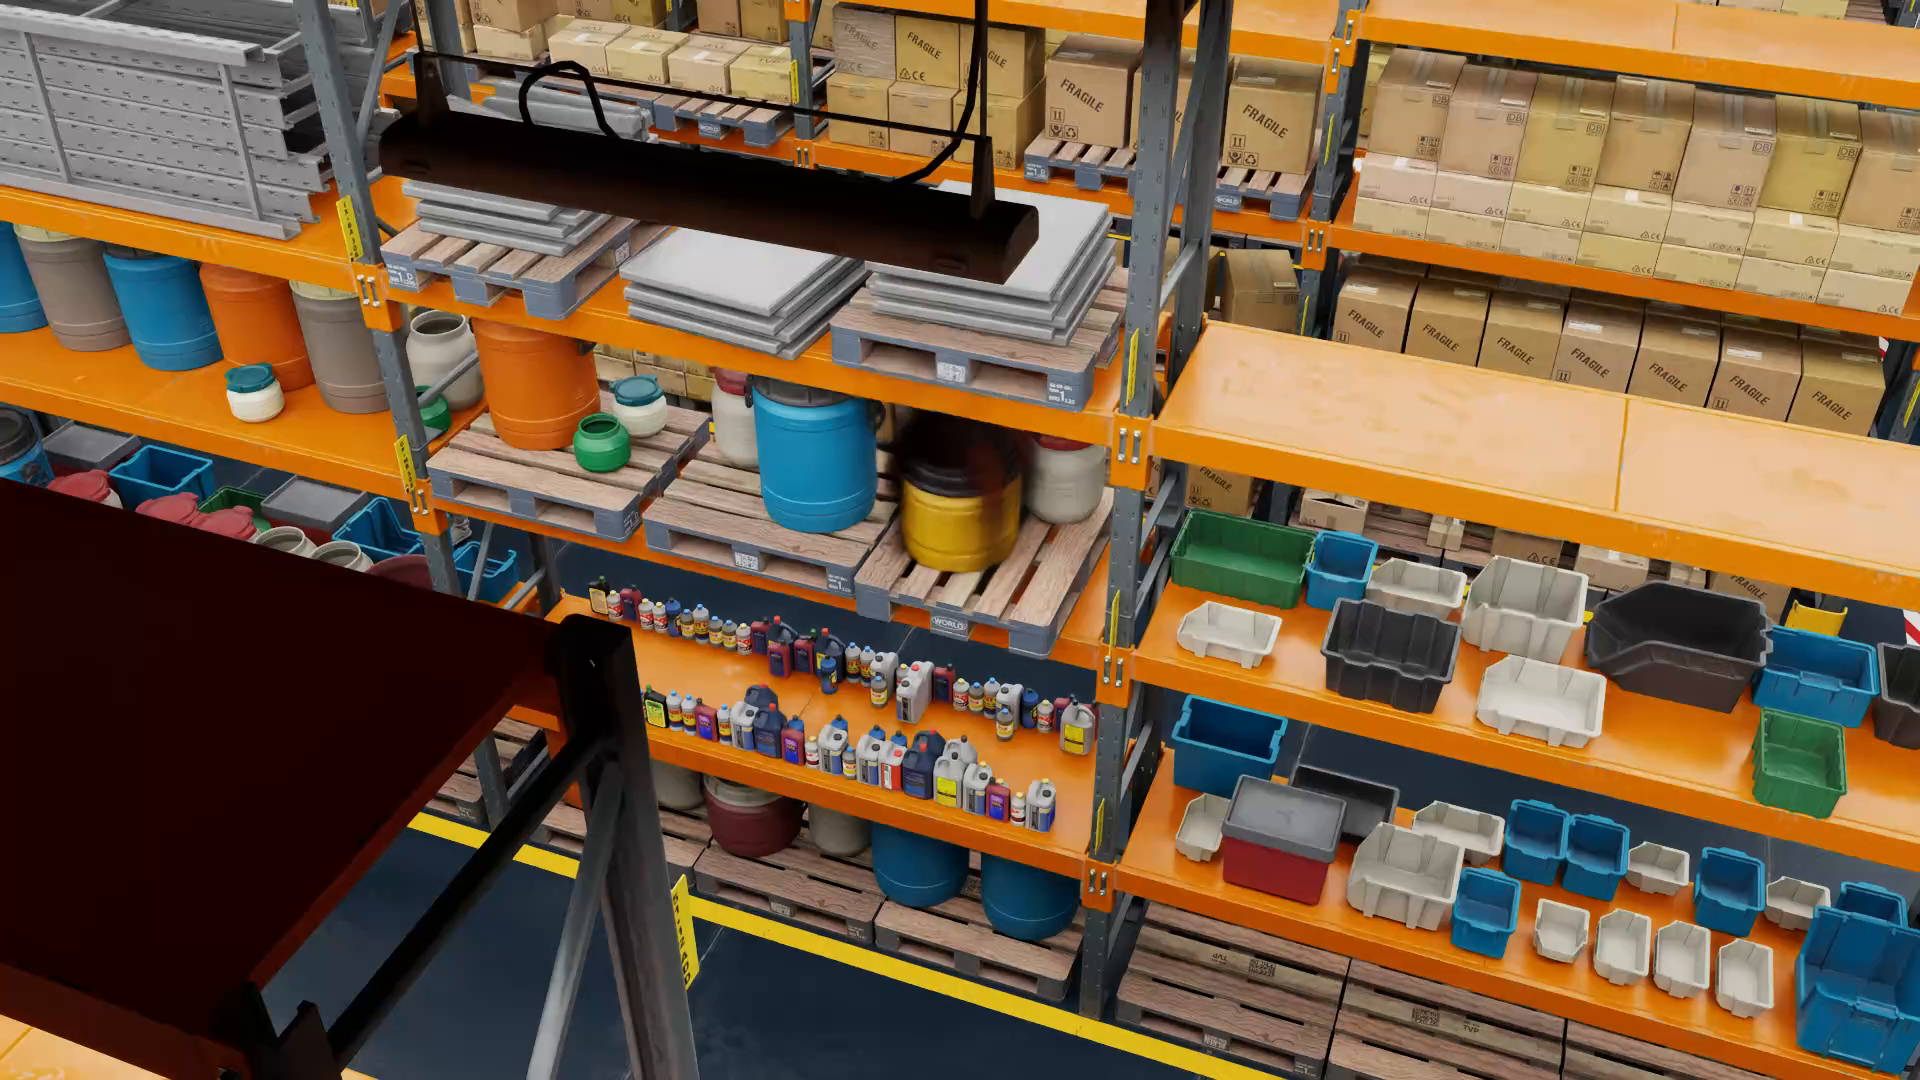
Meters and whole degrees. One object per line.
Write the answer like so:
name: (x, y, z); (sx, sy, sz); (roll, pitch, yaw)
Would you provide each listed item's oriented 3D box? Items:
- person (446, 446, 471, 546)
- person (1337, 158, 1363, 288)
person: (-4.102, -0.701, 12.938); (0.506, 1.684, 0.370); (14, 39, 18)
person: (3.613, -2.779, 15.711); (1.066, 1.731, 0.706); (10, 38, 13)
